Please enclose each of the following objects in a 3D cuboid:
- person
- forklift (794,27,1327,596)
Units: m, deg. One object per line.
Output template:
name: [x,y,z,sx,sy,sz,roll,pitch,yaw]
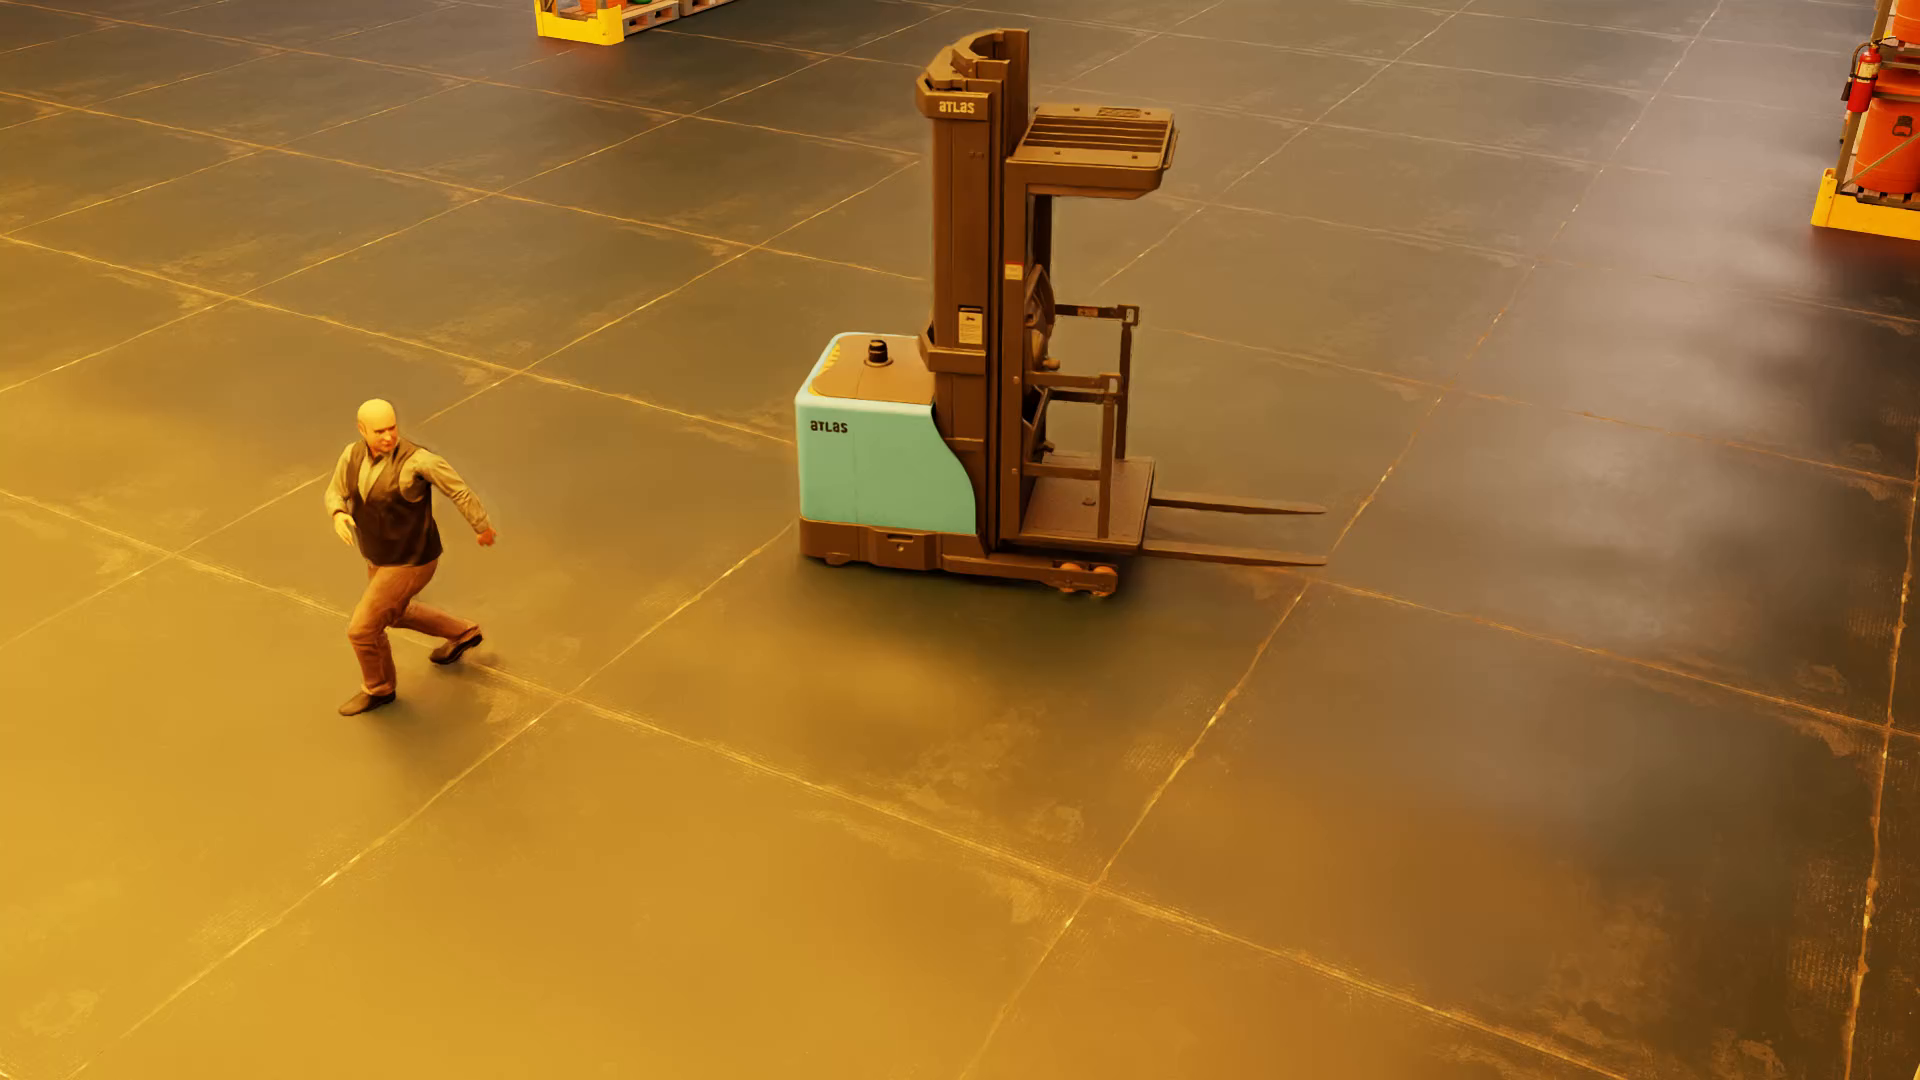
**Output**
person: [-2.805,0.057,8.303,0.560,1.640,0.902,26,39,37]
forklift: [0.627,-1.239,9.218,3.031,2.935,1.130,5,30,9]
